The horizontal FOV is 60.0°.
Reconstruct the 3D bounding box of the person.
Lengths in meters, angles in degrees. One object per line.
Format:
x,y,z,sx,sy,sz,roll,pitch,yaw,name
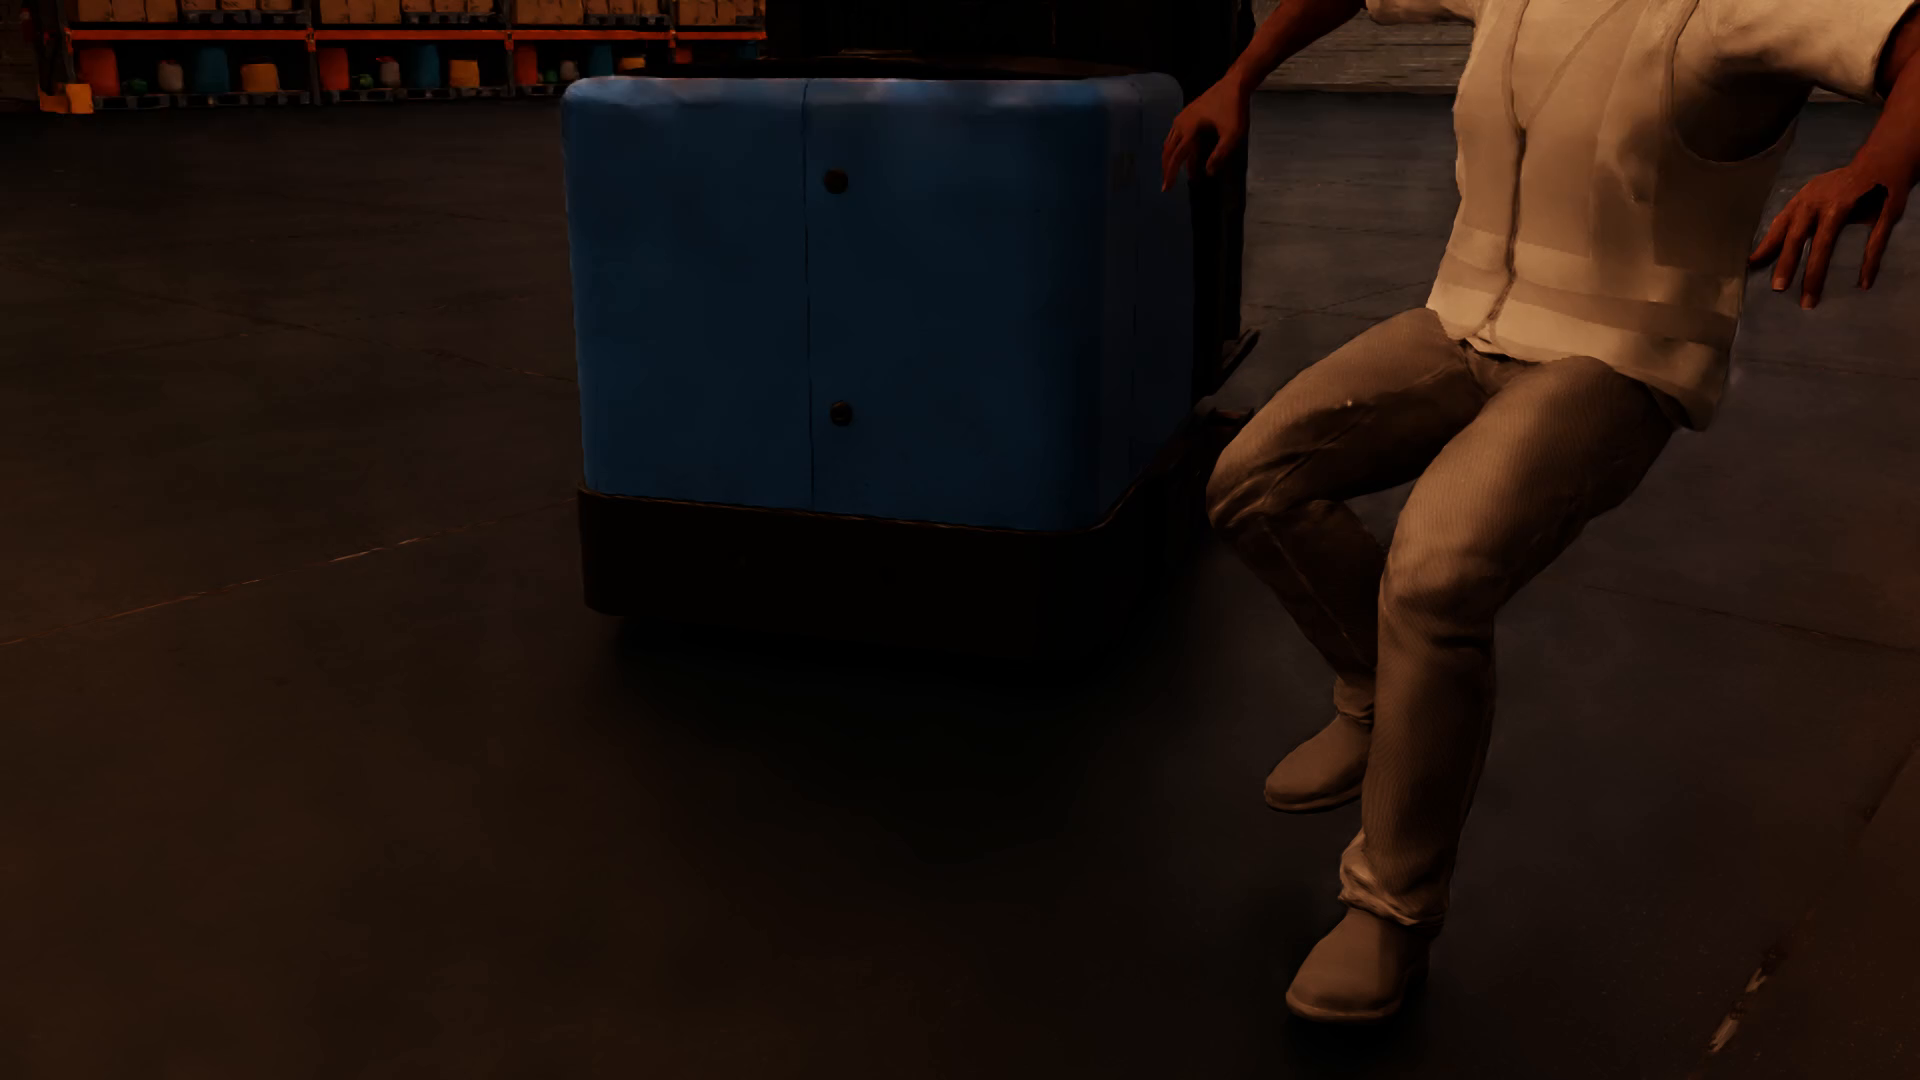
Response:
0.636,-0.255,2.116,0.823,1.565,1.205,-9,19,-28,person

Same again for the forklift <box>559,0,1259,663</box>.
0.182,-1.571,4.072,1.130,2.935,3.031,5,18,17,forklift
